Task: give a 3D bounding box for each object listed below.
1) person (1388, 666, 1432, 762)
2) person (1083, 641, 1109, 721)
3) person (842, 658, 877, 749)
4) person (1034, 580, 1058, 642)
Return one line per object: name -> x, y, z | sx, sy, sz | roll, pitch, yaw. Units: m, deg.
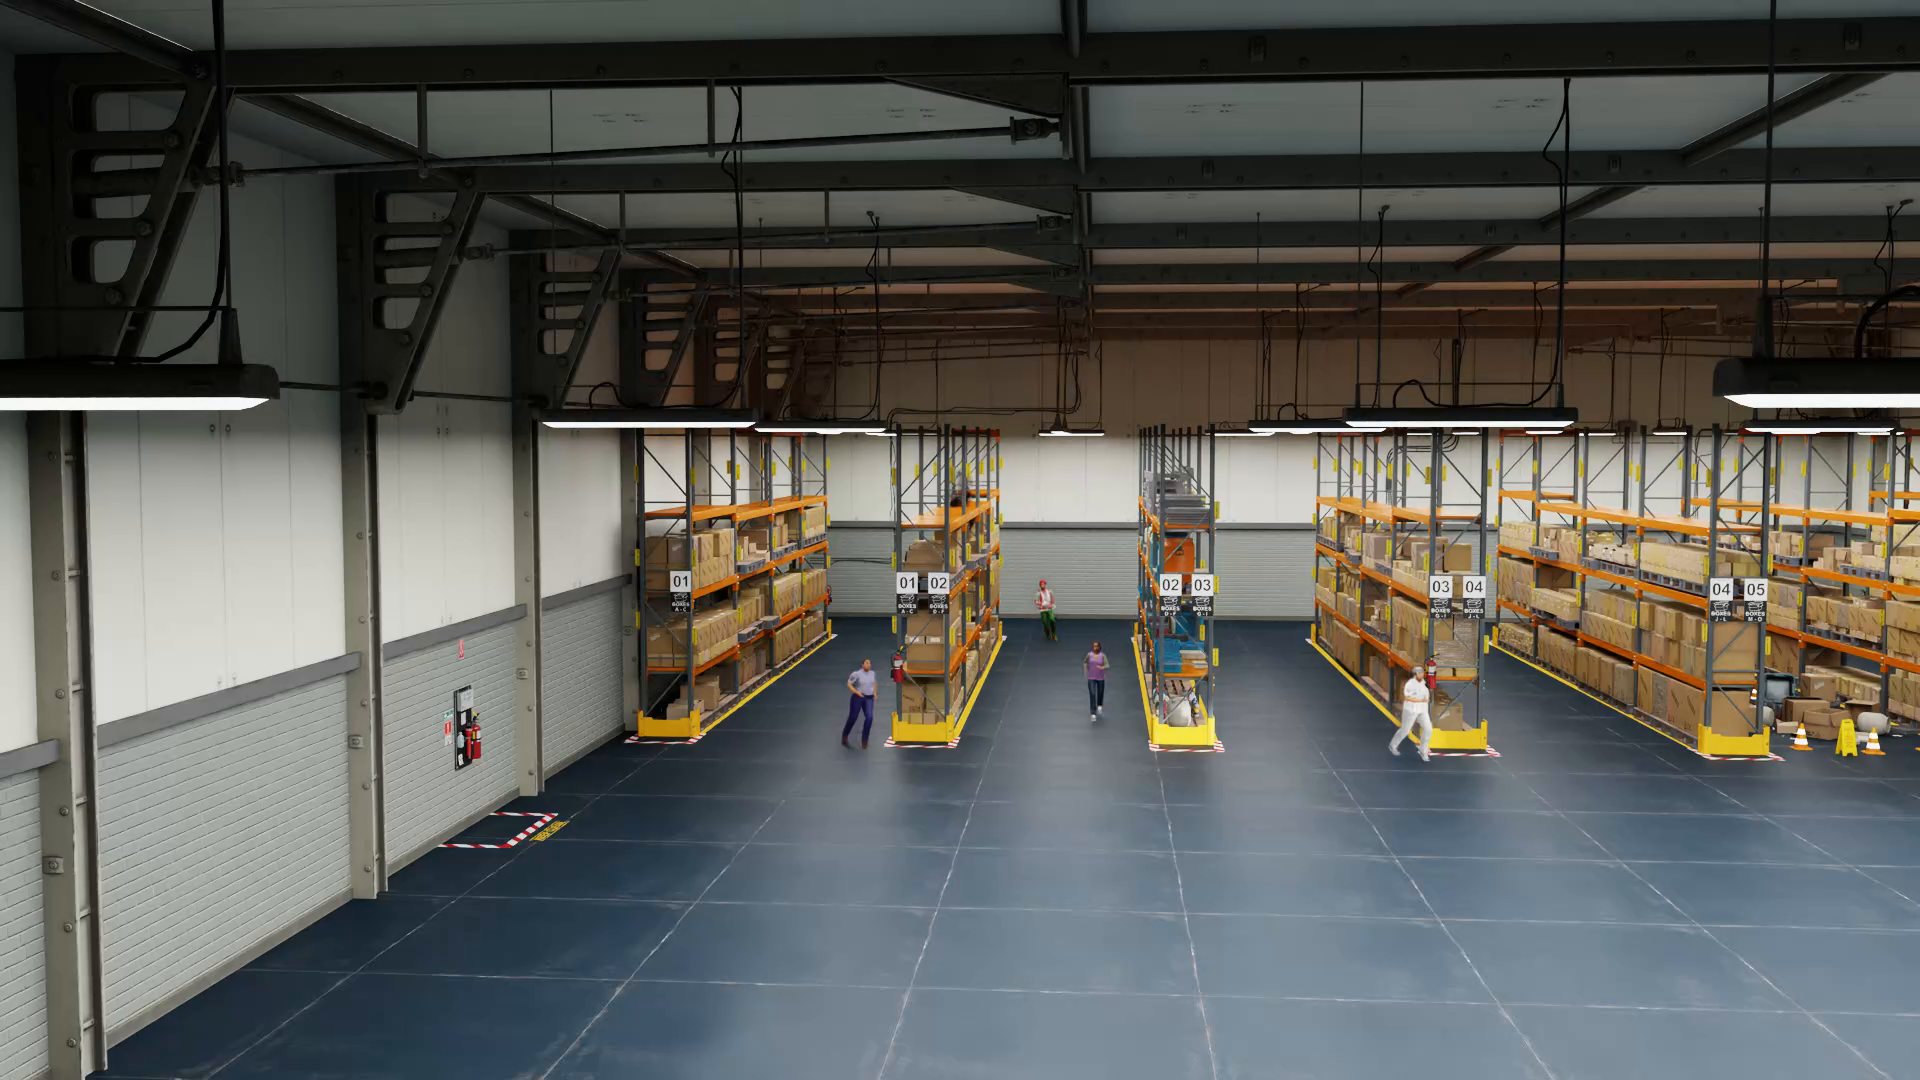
person -> 8.124, 3.095, 29.732 | 0.625, 1.718, 0.847 | -2, 4, -28
person -> 2.770, 2.843, 33.869 | 0.537, 1.585, 0.894 | 0, 3, 5
person -> -1.816, 3.032, 31.038 | 0.693, 1.676, 0.787 | -1, 4, -23
person -> 2.417, 1.986, 46.851 | 0.665, 1.732, 0.686 | 0, 4, -8
